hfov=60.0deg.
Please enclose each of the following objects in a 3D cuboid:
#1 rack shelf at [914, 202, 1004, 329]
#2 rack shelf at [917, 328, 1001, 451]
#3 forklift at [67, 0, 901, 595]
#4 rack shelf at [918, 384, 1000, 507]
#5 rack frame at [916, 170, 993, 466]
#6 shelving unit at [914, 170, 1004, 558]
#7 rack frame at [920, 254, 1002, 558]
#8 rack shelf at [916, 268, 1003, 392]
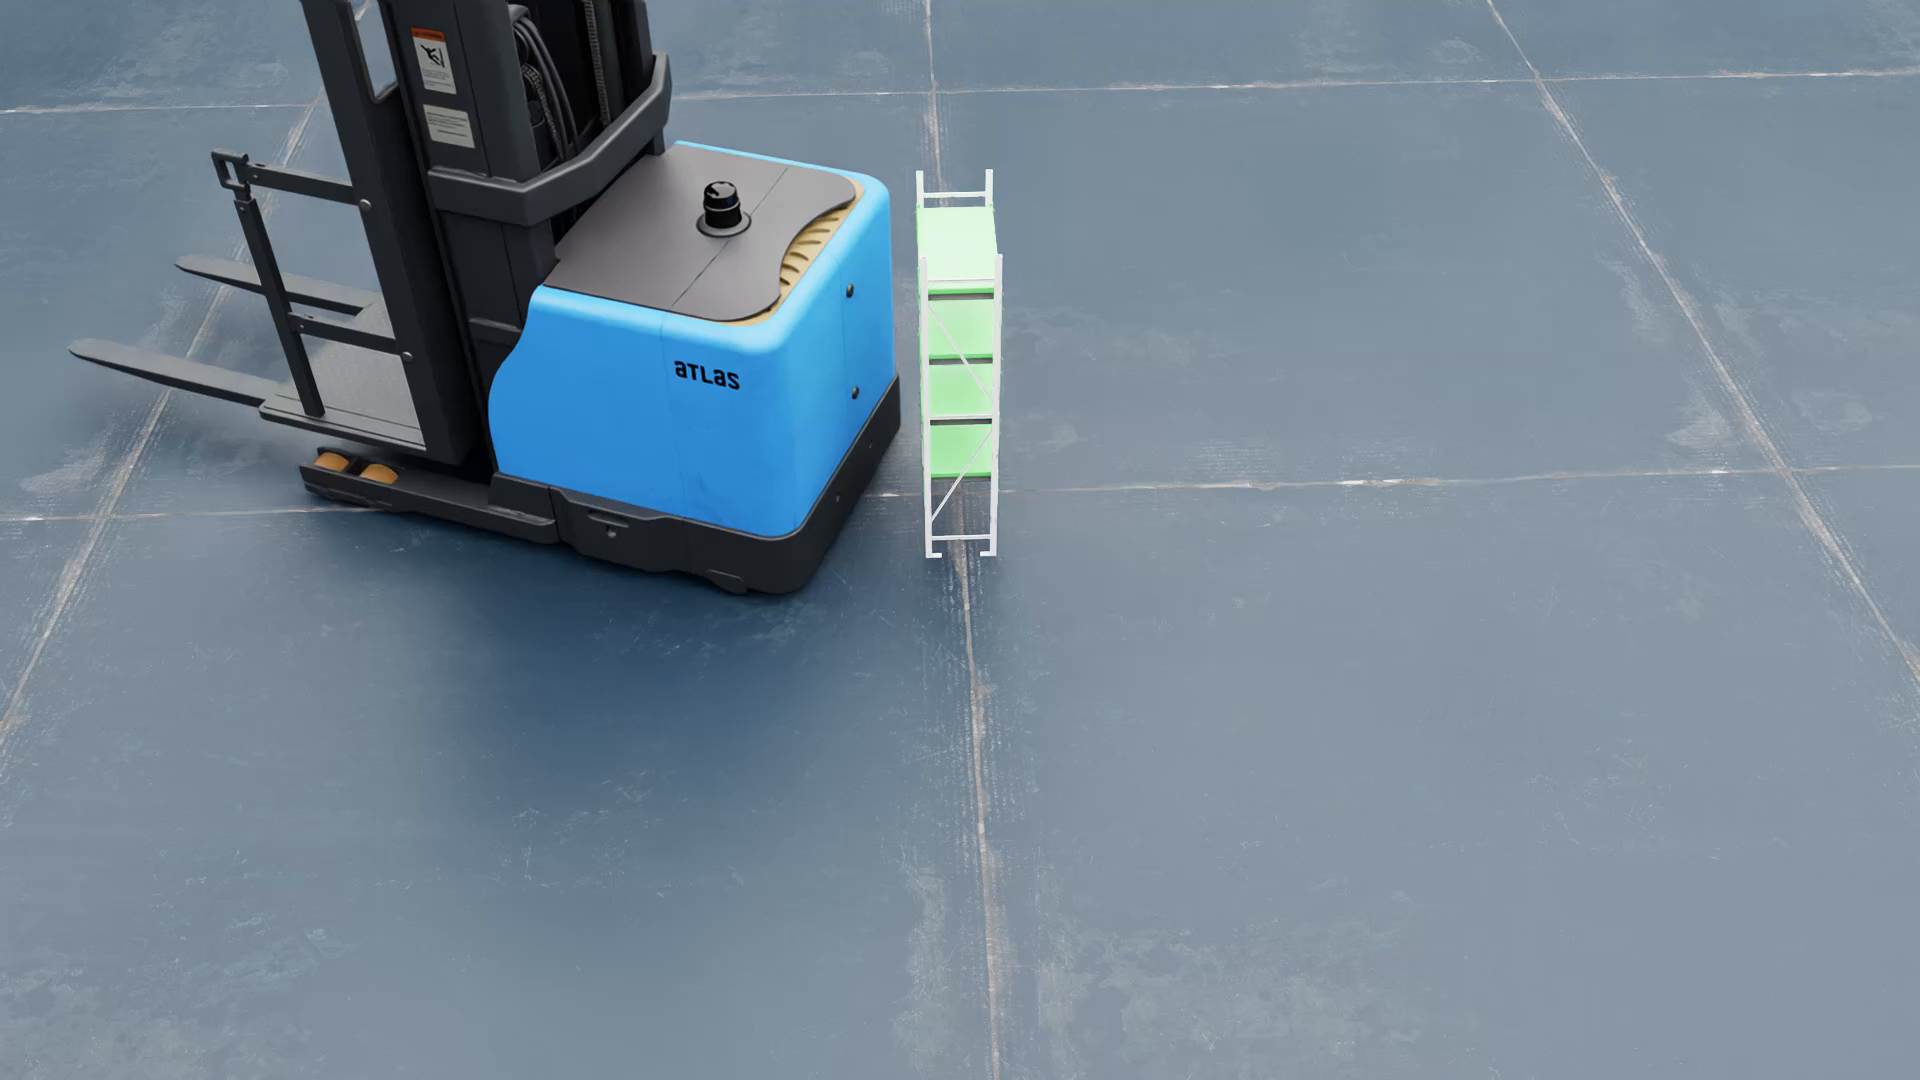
[{"bbox_3d":[-0.007,-0.861,5.185,0.258,0.148,0.480,-2,43,-2],"label":"rack shelf"},{"bbox_3d":[-0.007,-0.507,5.510,0.258,0.148,0.480,-2,43,-2],"label":"rack shelf"},{"bbox_3d":[-1.791,-1.503,5.221,3.031,2.935,1.130,13,44,14],"label":"forklift"},{"bbox_3d":[-0.007,-0.330,5.672,0.258,0.148,0.480,-2,43,-2],"label":"rack shelf"},{"bbox_3d":[-0.017,-0.719,5.646,0.240,1.200,0.015,-2,43,-2],"label":"rack frame"},{"bbox_3d":[-0.007,-0.554,5.466,0.258,1.200,0.503,-2,43,-2],"label":"shelving unit"},{"bbox_3d":[0.003,-0.389,5.287,0.240,1.200,0.015,-2,43,-2],"label":"rack frame"},{"bbox_3d":[-0.007,-0.684,5.347,0.258,0.148,0.480,-2,43,-2],"label":"rack shelf"}]
